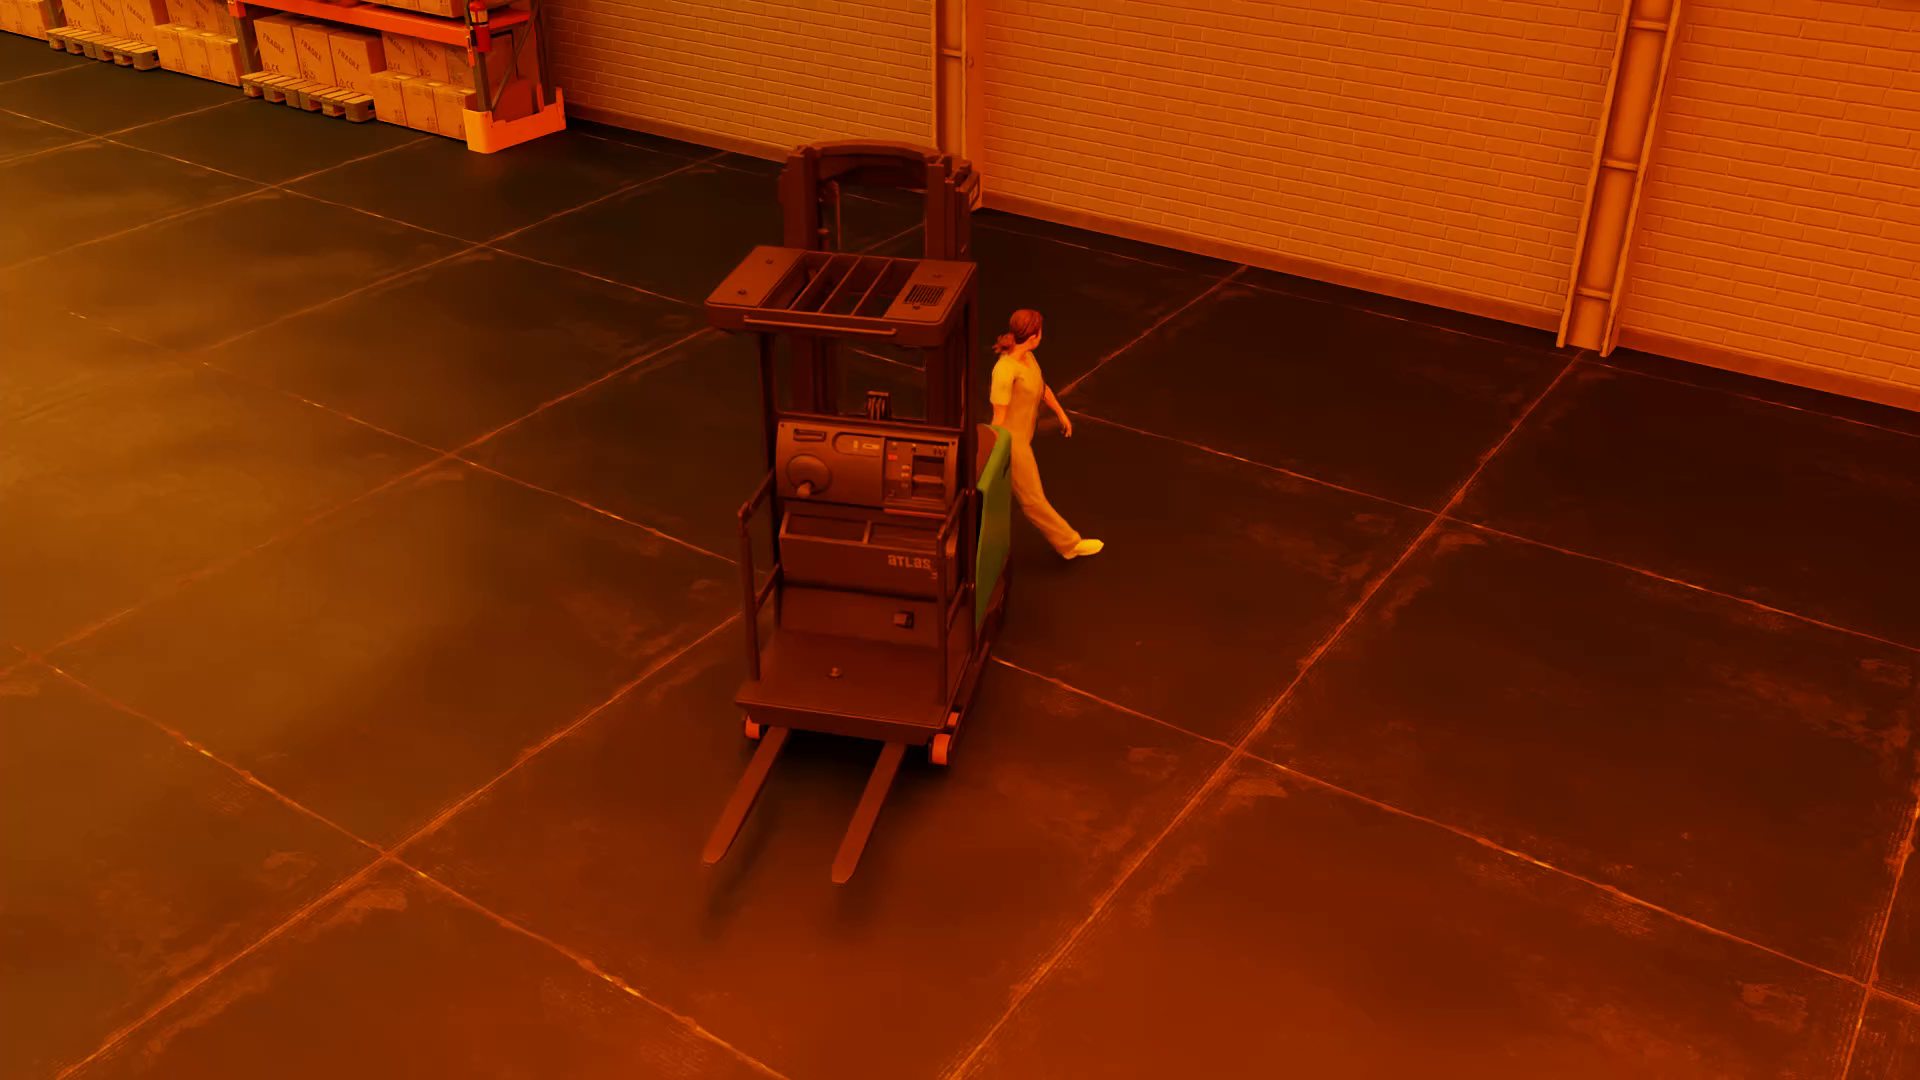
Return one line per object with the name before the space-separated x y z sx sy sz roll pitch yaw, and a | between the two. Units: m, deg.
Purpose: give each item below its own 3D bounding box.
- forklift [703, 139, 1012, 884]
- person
forklift | -0.512 -0.321 8.134 1.130 2.935 3.031 6 31 11
person | 0.438 -0.585 9.889 0.910 1.629 0.620 7 31 11
